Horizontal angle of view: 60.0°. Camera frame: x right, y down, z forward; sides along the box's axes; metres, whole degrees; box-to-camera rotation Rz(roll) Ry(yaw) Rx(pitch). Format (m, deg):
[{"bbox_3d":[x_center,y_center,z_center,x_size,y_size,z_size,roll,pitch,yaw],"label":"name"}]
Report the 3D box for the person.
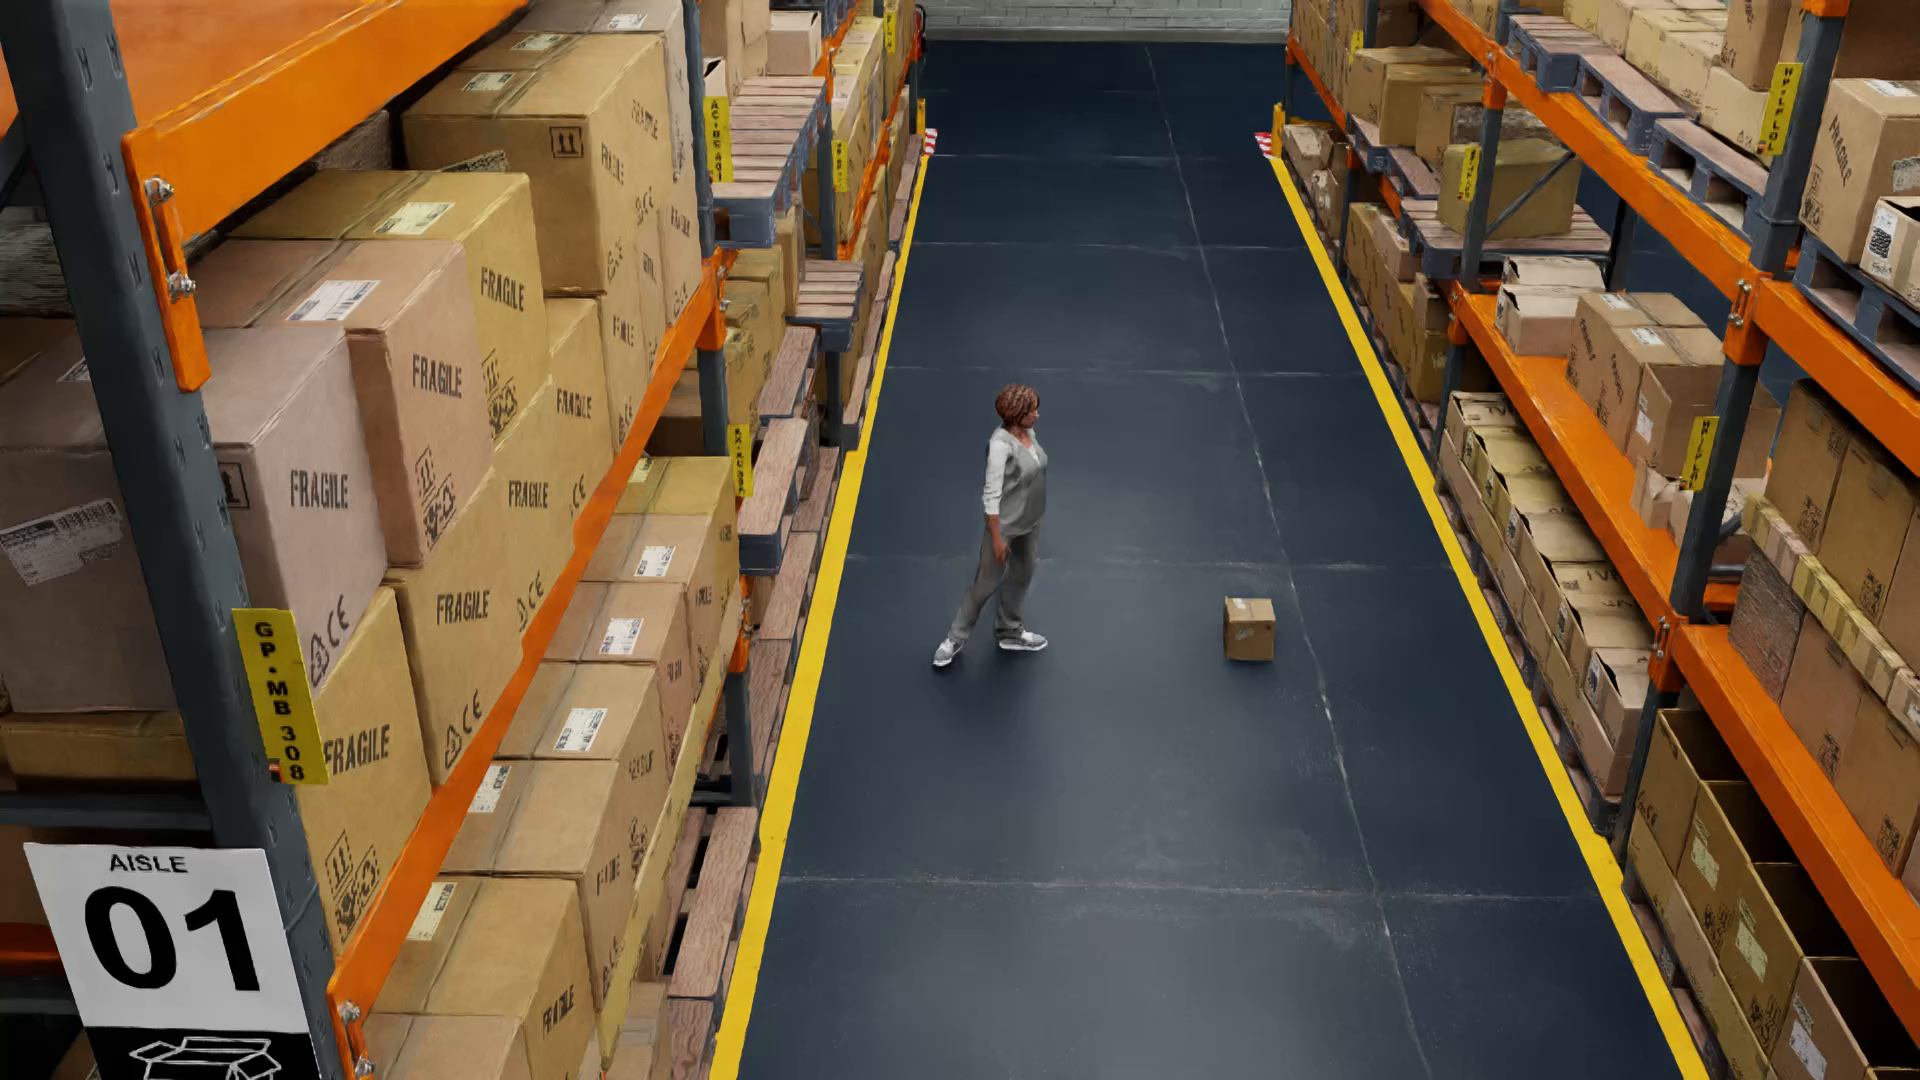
[{"bbox_3d":[0.168,-0.057,8.741,0.449,1.589,0.592,18,33,30],"label":"person"}]
